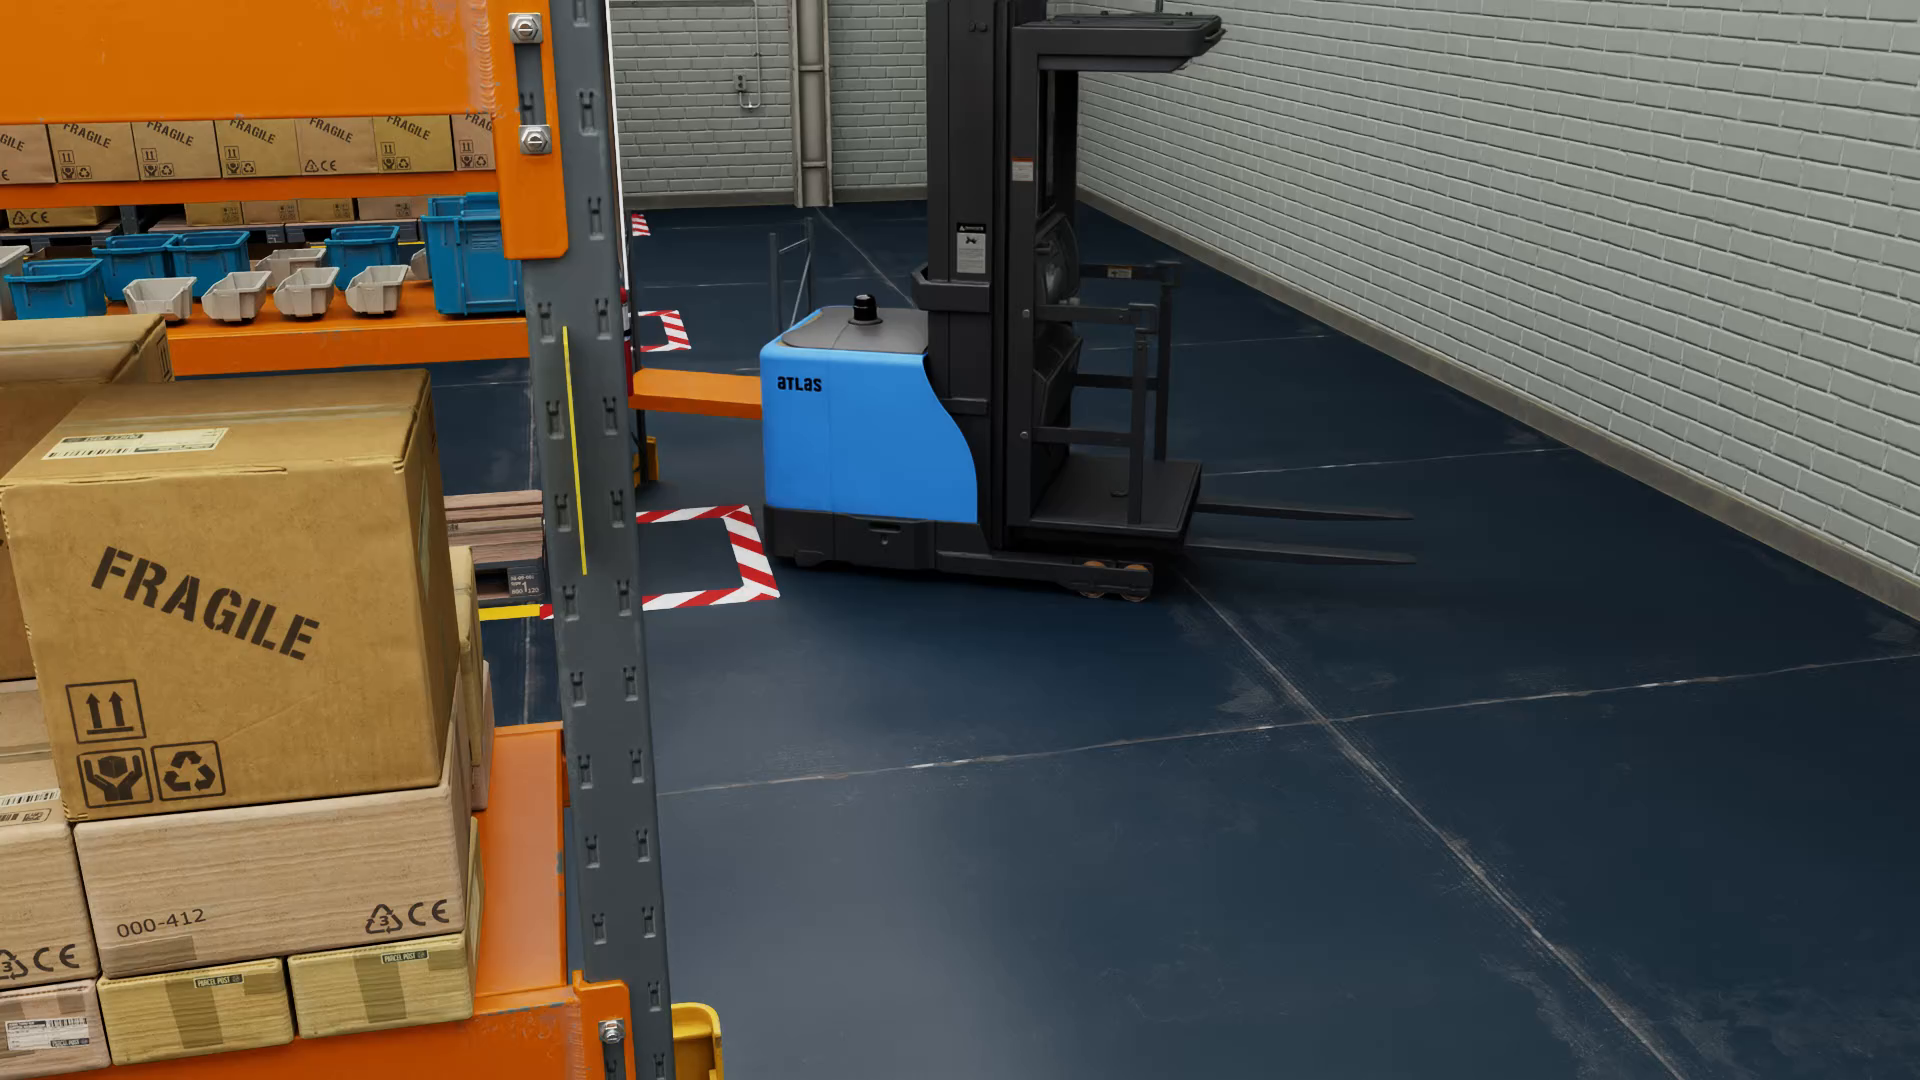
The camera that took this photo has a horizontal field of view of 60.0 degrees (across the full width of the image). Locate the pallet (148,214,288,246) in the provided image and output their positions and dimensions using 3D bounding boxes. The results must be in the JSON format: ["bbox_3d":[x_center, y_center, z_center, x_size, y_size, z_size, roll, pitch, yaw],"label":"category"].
[{"bbox_3d":[-7.187,-3.030,16.278,1.213,0.211,1.003,-5,21,-12],"label":"pallet"}]

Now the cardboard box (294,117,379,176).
[{"bbox_3d":[-4.273,-2.804,11.464,0.500,0.500,0.500,-4,21,-12],"label":"cardboard box"}]

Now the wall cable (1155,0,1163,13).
[{"bbox_3d":[1.534,-6.309,16.968,0.112,2.526,3.097,-5,21,-12],"label":"wall cable"}]

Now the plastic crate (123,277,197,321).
[{"bbox_3d":[-3.359,-1.007,6.998,0.250,0.136,0.298,-5,21,-12],"label":"plastic crate"}]

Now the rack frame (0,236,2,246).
[{"bbox_3d":[-6.802,-2.647,11.180,0.127,3.000,1.000,-5,21,-12],"label":"rack frame"}]

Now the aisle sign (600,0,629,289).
[{"bbox_3d":[-0.494,-0.773,2.286,0.004,0.787,0.394,-5,21,-12],"label":"aisle sign"}]

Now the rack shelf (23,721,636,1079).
[{"bbox_3d":[-2.579,0.849,2.683,4.000,0.370,1.077,-5,21,-12],"label":"rack shelf"}]

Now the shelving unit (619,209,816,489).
[{"bbox_3d":[-1.304,-0.890,8.564,1.083,1.500,0.587,6,21,16],"label":"shelving unit"}]

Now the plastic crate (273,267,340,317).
[{"bbox_3d":[-2.810,-1.067,7.161,0.243,0.136,0.396,-5,21,-12],"label":"plastic crate"}]

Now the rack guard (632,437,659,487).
[{"bbox_3d":[-1.781,-0.352,8.913,0.087,0.250,0.587,6,21,16],"label":"rack guard"}]

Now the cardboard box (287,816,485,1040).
[{"bbox_3d":[-0.904,0.609,2.657,0.250,0.149,0.380,-4,21,-11],"label":"cardboard box"}]

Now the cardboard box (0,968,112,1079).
[{"bbox_3d":[-1.402,0.650,2.546,0.250,0.149,0.380,-5,21,-12],"label":"cardboard box"}]

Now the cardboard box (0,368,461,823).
[{"bbox_3d":[-1.047,0.058,2.492,0.500,0.500,0.500,-4,21,-12],"label":"cardboard box"}]

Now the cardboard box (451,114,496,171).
[{"bbox_3d":[-3.282,-2.884,11.682,0.500,0.500,0.500,-4,20,-11],"label":"cardboard box"}]

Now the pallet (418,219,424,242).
[{"bbox_3d":[-4.813,-3.223,16.806,1.213,0.211,1.003,-5,21,-12],"label":"pallet"}]

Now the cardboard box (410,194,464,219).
[{"bbox_3d":[-5.198,-3.517,16.577,0.500,0.500,0.700,-5,21,-13],"label":"cardboard box"}]

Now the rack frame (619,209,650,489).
[{"bbox_3d":[-1.800,-0.941,8.703,0.032,1.500,0.500,6,21,16],"label":"rack frame"}]

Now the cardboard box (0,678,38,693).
[{"bbox_3d":[-1.667,0.274,2.991,0.500,0.250,0.500,-5,21,-13],"label":"cardboard box"}]

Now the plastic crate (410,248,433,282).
[{"bbox_3d":[-2.420,-1.303,7.806,0.298,0.136,0.250,-5,21,-12],"label":"plastic crate"}]

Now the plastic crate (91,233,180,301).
[{"bbox_3d":[-3.662,-1.218,7.434,0.300,0.233,0.416,-5,21,-12],"label":"plastic crate"}]

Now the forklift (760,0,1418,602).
[{"bbox_3d":[0.635,-1.297,7.594,3.031,2.935,1.130,5,21,12],"label":"forklift"}]

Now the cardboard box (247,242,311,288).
[{"bbox_3d":[-4.974,-1.832,11.945,0.637,0.503,0.797,-5,21,-12],"label":"cardboard box"}]

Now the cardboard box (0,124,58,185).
[{"bbox_3d":[-6.243,-2.643,11.024,0.500,0.500,0.500,-4,21,-11],"label":"cardboard box"}]

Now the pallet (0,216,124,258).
[{"bbox_3d":[-8.679,-2.909,15.950,1.213,0.211,1.003,-5,21,-12],"label":"pallet"}]

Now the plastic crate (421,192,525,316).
[{"bbox_3d":[-2.056,-1.261,7.258,0.499,0.435,0.616,-5,21,-12],"label":"plastic crate"}]

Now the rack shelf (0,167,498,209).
[{"bbox_3d":[-4.855,-2.468,11.736,4.000,0.370,1.077,-5,21,-12],"label":"rack shelf"}]

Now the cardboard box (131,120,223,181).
[{"bbox_3d":[-5.258,-2.724,11.244,0.500,0.500,0.500,-5,21,-13],"label":"cardboard box"}]

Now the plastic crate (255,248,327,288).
[{"bbox_3d":[-3.080,-1.249,7.660,0.298,0.136,0.250,-5,21,-12],"label":"plastic crate"}]

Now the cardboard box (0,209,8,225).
[{"bbox_3d":[-9.412,-3.327,15.549,0.750,0.750,0.750,-4,20,-11],"label":"cardboard box"}]

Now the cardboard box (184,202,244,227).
[{"bbox_3d":[-7.194,-3.353,16.132,0.500,0.500,0.700,-4,21,-12],"label":"cardboard box"}]

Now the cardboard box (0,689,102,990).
[{"bbox_3d":[-1.537,0.450,2.510,0.500,0.250,0.500,-5,21,-13],"label":"cardboard box"}]

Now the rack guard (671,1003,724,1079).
[{"bbox_3d":[-0.610,1.524,3.427,0.348,0.500,1.175,-5,21,-12],"label":"rack guard"}]

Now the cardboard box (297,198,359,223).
[{"bbox_3d":[-6.204,-3.432,16.346,0.500,0.500,0.700,-4,21,-11],"label":"cardboard box"}]
